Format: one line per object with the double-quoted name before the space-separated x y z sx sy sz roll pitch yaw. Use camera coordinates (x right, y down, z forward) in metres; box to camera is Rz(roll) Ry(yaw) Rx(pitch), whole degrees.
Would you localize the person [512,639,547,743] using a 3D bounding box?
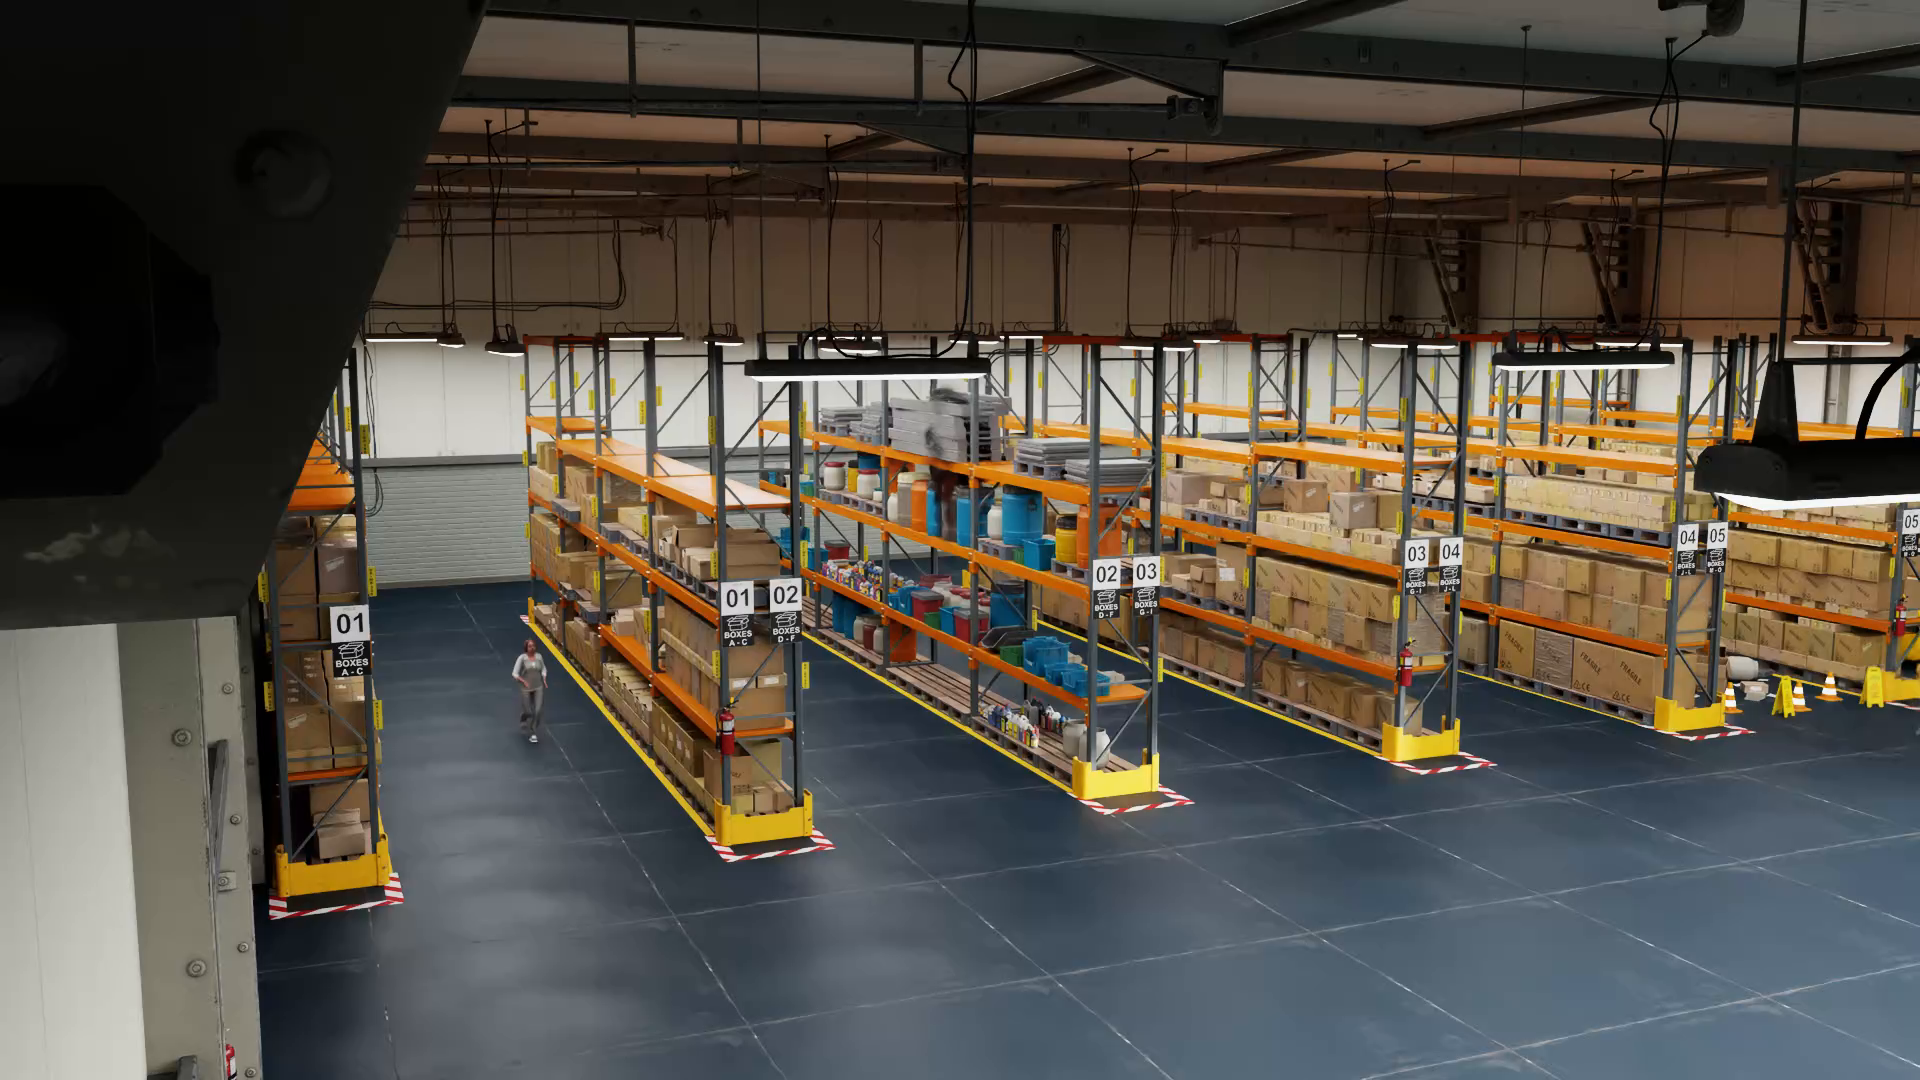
"person" -6.449 2.244 24.991 0.533 1.554 0.594 -5 9 -31
